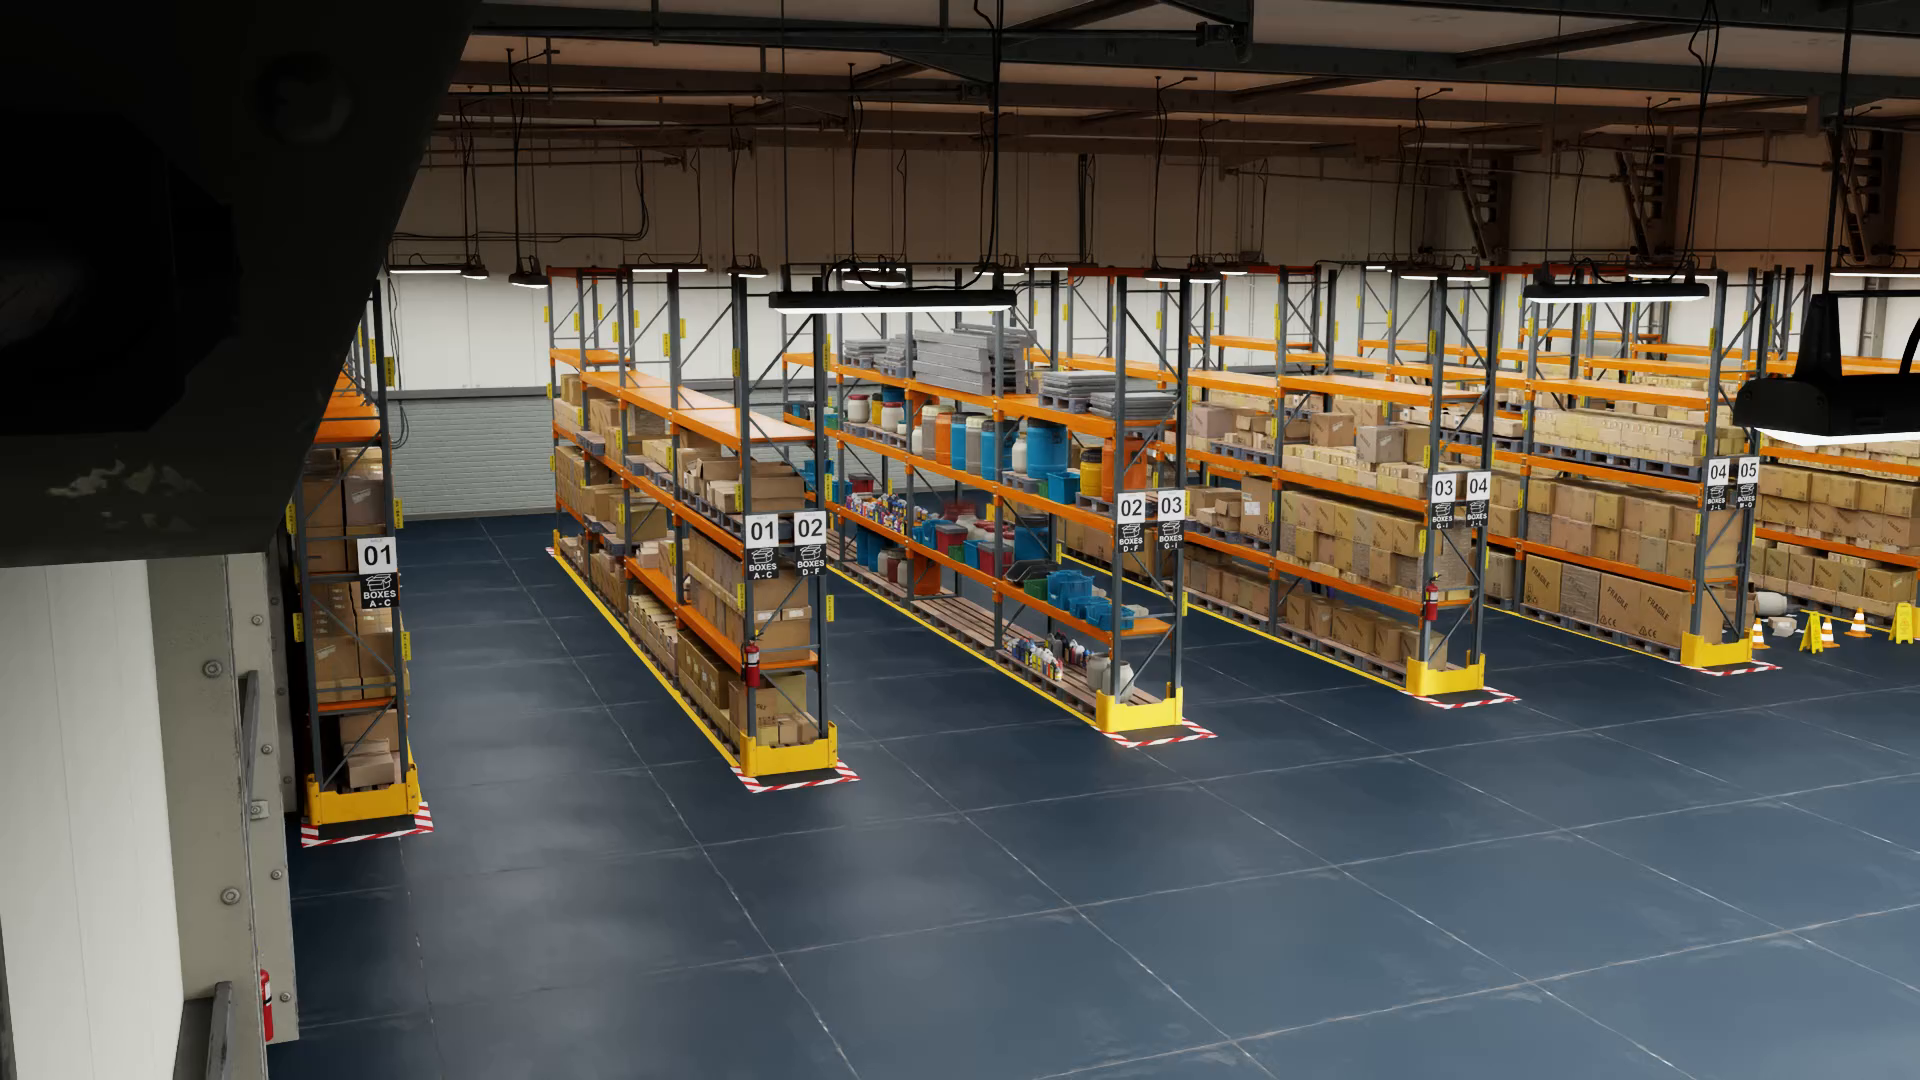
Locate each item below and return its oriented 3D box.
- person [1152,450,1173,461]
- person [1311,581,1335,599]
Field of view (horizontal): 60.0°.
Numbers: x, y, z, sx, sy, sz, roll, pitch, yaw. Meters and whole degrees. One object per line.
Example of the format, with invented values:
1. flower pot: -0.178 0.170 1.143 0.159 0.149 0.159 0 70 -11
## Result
1. person: 5.277 -2.017 43.373 0.517 1.600 1.071 2 10 13
2. person: 6.490 0.390 29.708 0.537 1.645 0.522 -4 11 -20
